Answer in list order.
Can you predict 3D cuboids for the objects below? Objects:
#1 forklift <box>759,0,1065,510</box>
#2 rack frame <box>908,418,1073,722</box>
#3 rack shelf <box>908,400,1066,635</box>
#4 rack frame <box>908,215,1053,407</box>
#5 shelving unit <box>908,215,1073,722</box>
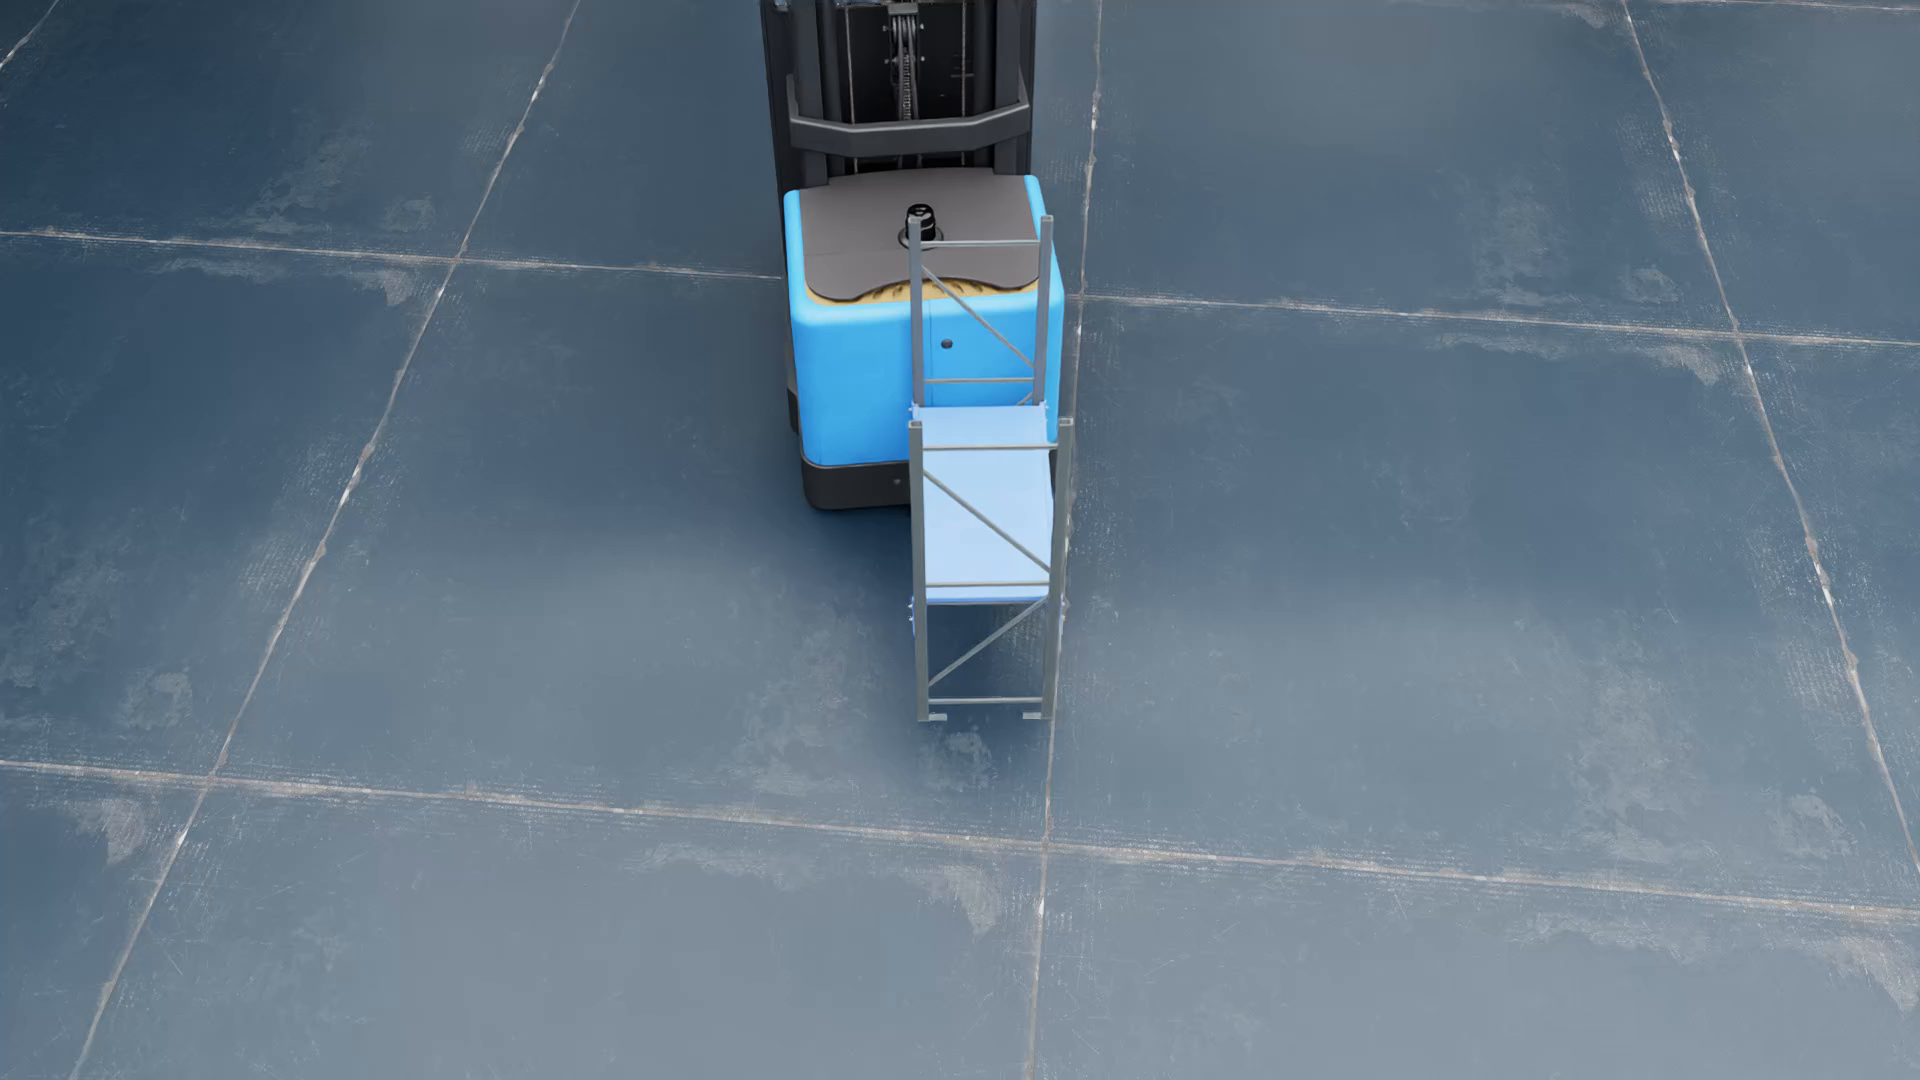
[{"bbox_3d":[-0.268,-2.208,6.783,1.130,2.935,3.031,-5,48,-4],"label":"forklift"},{"bbox_3d":[0.093,0.151,5.596,0.500,1.500,0.032,-1,48,-1],"label":"rack frame"},{"bbox_3d":[0.082,-0.103,6.071,0.538,0.185,1.000,-1,48,-1],"label":"rack shelf"},{"bbox_3d":[0.072,-0.599,6.282,0.500,1.500,0.032,-1,48,-1],"label":"rack frame"},{"bbox_3d":[0.082,-0.224,5.939,0.538,1.500,1.048,-1,48,-1],"label":"shelving unit"}]
